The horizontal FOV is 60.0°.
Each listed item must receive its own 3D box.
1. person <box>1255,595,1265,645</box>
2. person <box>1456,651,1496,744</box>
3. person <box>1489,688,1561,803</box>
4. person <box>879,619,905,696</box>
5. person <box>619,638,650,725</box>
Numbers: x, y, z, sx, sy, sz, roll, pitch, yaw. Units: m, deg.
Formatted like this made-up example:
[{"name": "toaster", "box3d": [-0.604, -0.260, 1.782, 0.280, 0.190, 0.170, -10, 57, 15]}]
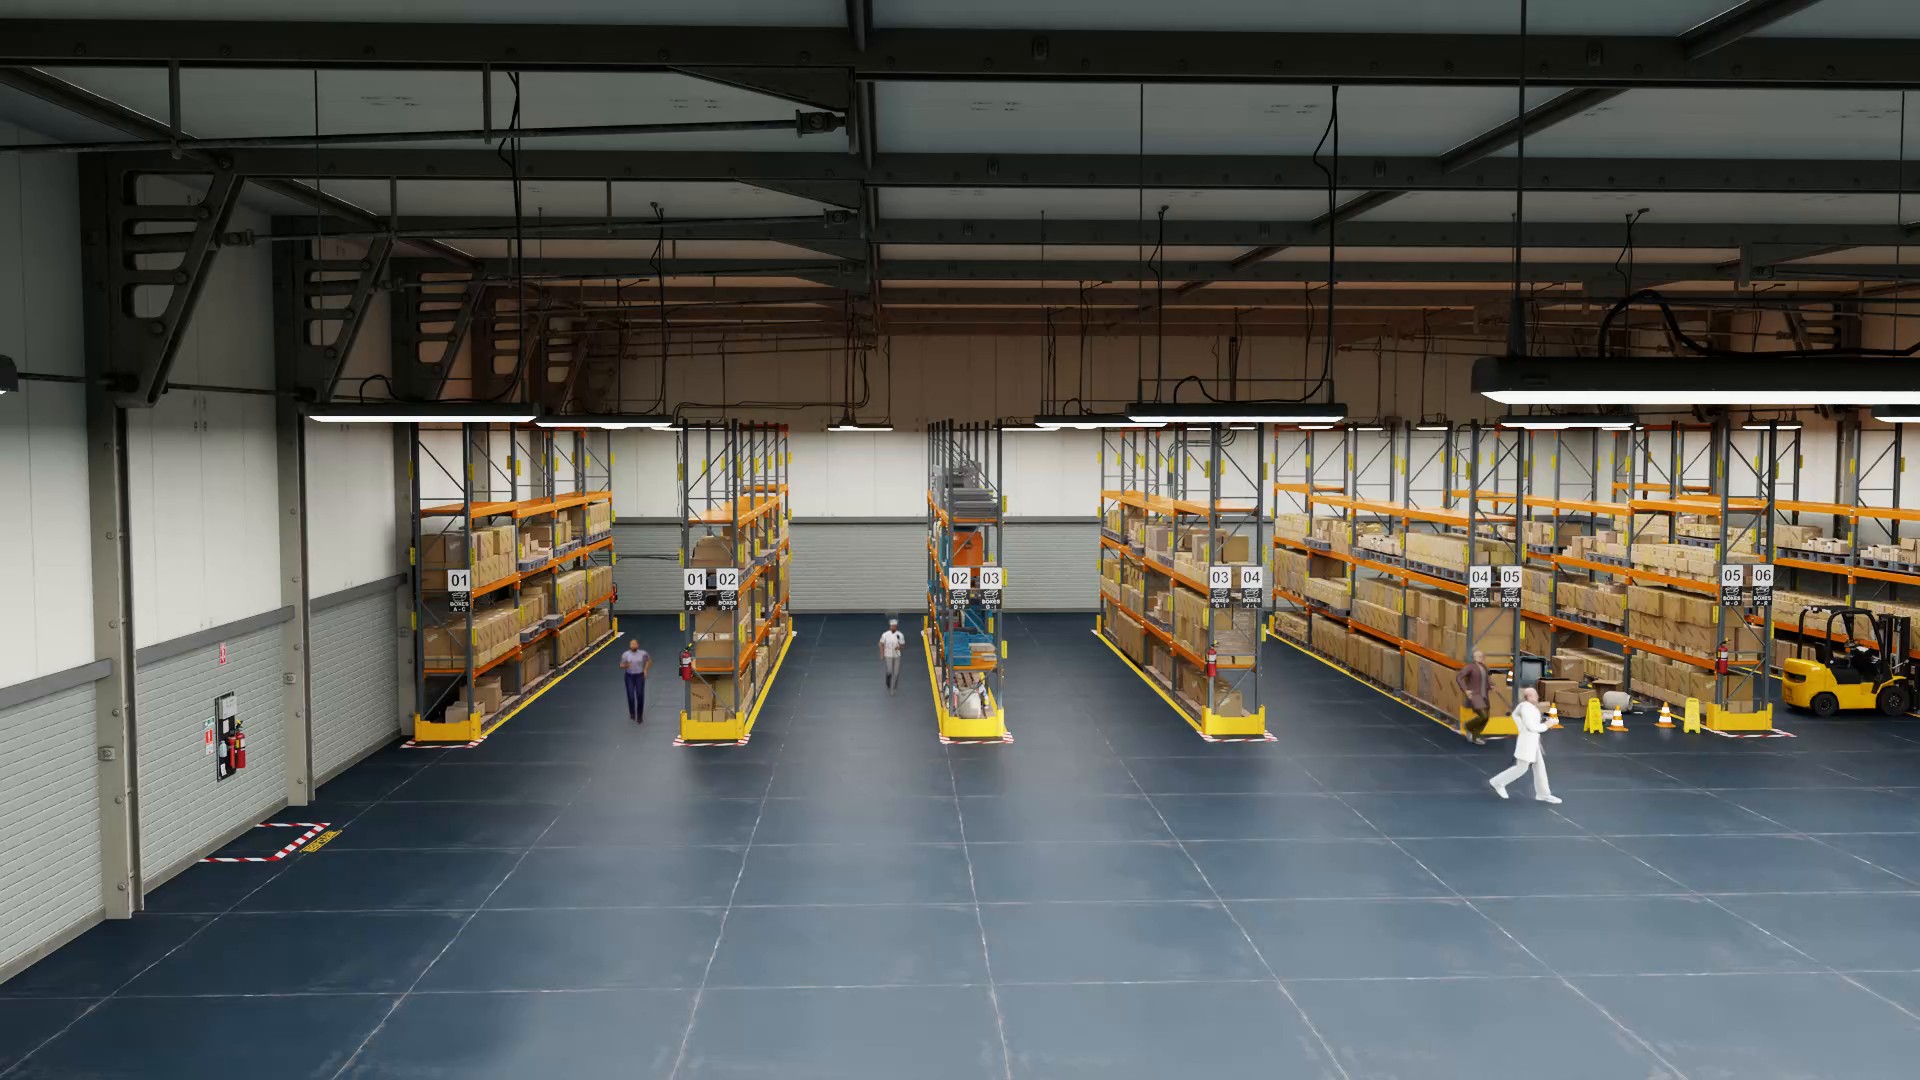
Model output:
[{"name": "person", "box3d": [7.824, 2.009, 44.244, 0.666, 1.762, 0.654, 0, 4, 0]}, {"name": "person", "box3d": [9.558, 2.905, 30.641, 0.723, 1.730, 0.610, -2, 4, -33]}, {"name": "person", "box3d": [8.751, 3.154, 25.695, 1.059, 1.764, 0.703, 2, 4, 24]}, {"name": "person", "box3d": [-1.464, 2.560, 36.182, 0.545, 1.686, 0.664, -1, 4, -9]}, {"name": "person", "box3d": [-6.439, 2.796, 32.922, 0.585, 1.700, 0.708, 0, 4, -7]}]
